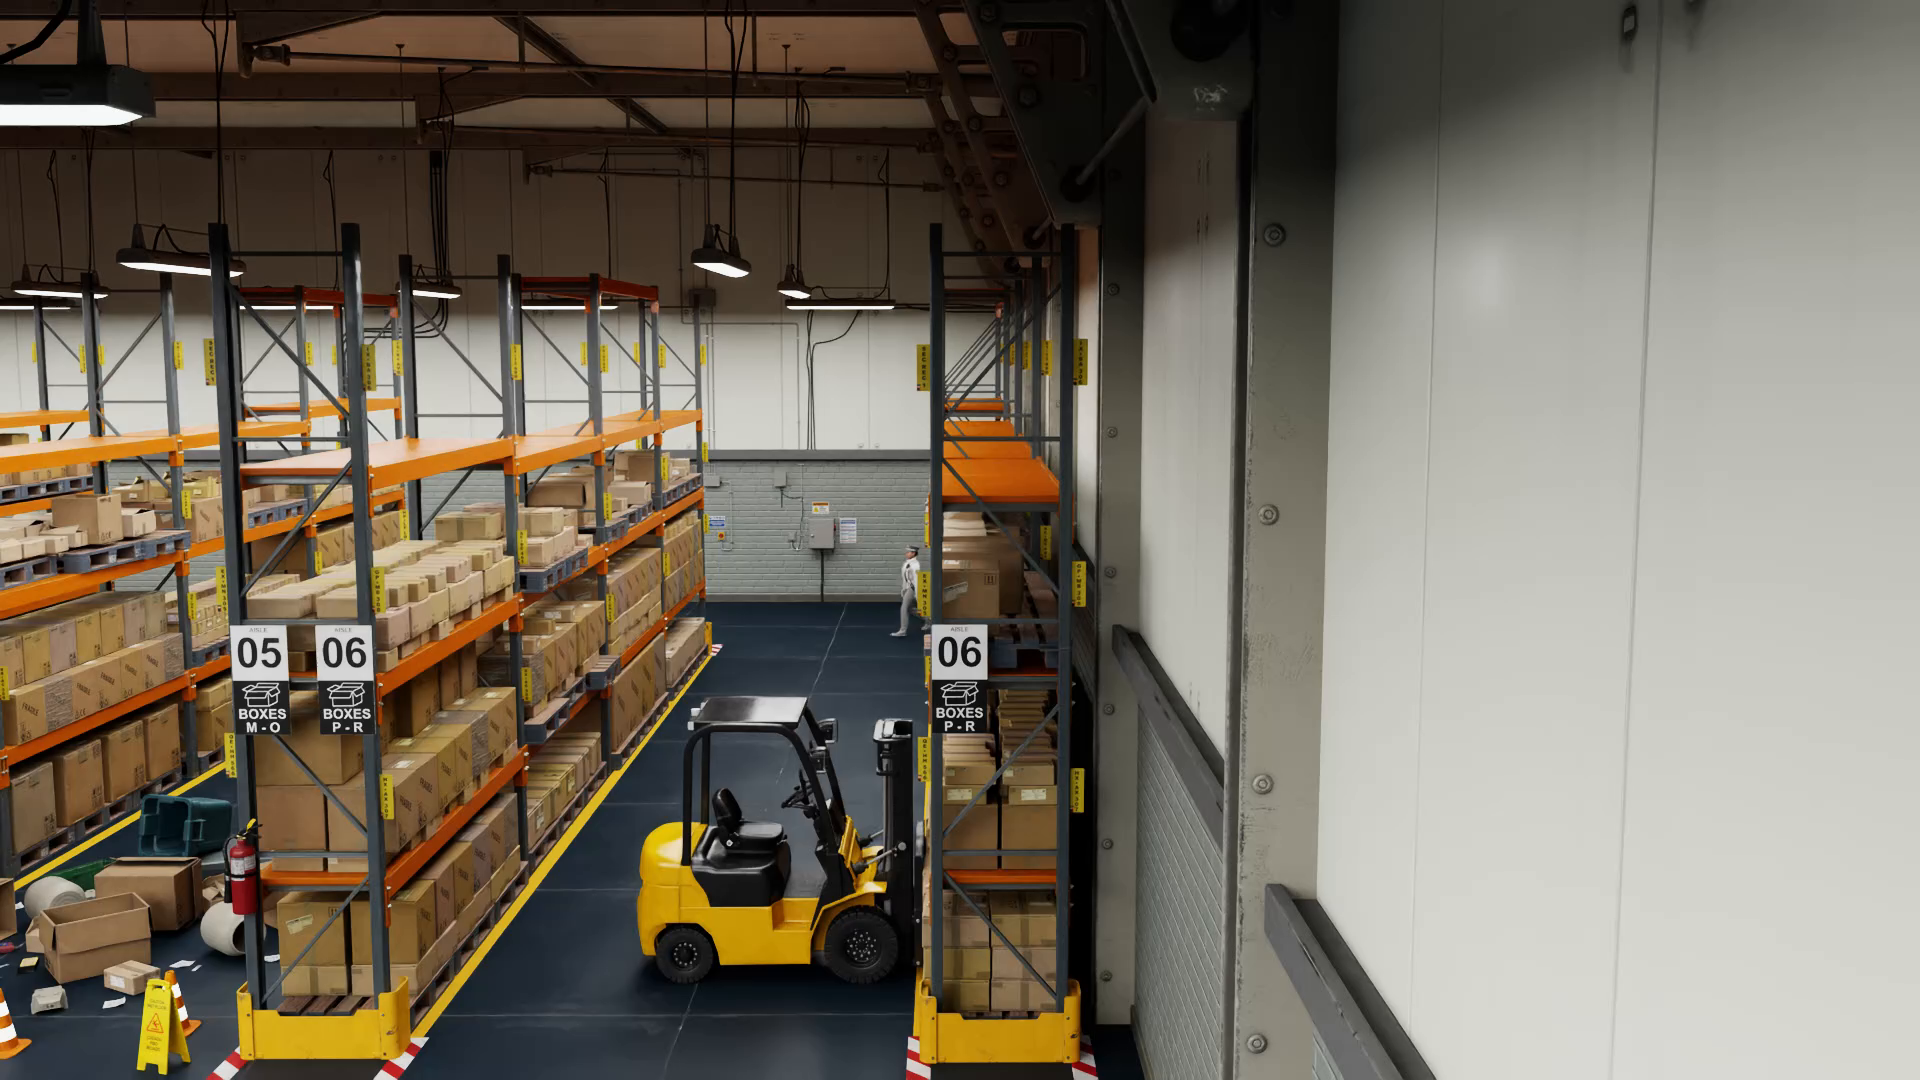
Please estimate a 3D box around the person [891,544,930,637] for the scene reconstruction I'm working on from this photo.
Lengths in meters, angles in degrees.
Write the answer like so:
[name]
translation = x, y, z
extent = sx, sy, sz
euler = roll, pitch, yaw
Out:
[person]
translation = -0.829, 0.883, 29.657
extent = 0.833, 1.655, 0.513
euler = -3, 7, -22
